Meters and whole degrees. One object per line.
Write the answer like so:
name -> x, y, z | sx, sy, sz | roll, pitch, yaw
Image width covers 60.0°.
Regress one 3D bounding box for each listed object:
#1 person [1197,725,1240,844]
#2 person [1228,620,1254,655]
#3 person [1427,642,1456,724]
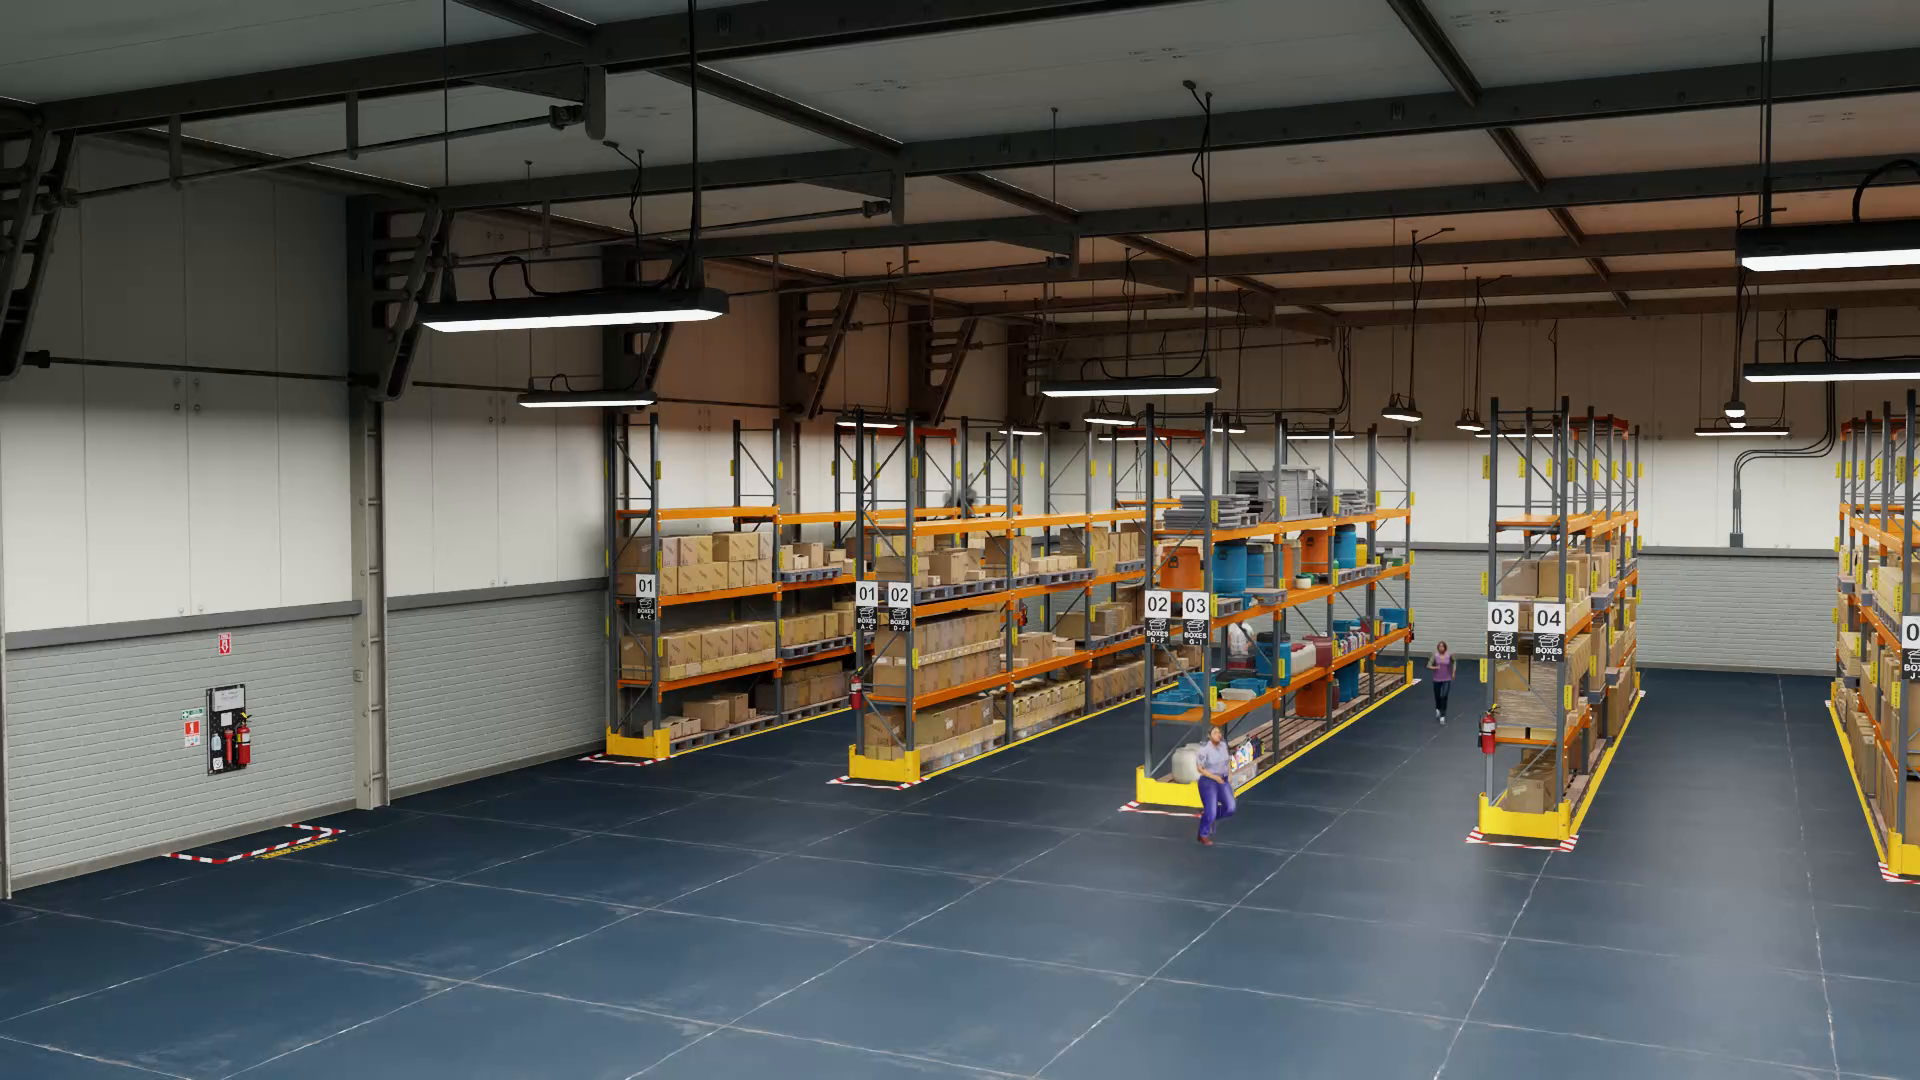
person -> 3.460, 3.269, 22.167 | 0.631, 1.604, 0.689 | -1, 3, -28
person -> 6.481, 2.529, 38.602 | 0.656, 1.728, 0.633 | 1, 3, 20
person -> 9.515, 2.805, 32.866 | 0.561, 1.589, 0.813 | 1, 3, 17
